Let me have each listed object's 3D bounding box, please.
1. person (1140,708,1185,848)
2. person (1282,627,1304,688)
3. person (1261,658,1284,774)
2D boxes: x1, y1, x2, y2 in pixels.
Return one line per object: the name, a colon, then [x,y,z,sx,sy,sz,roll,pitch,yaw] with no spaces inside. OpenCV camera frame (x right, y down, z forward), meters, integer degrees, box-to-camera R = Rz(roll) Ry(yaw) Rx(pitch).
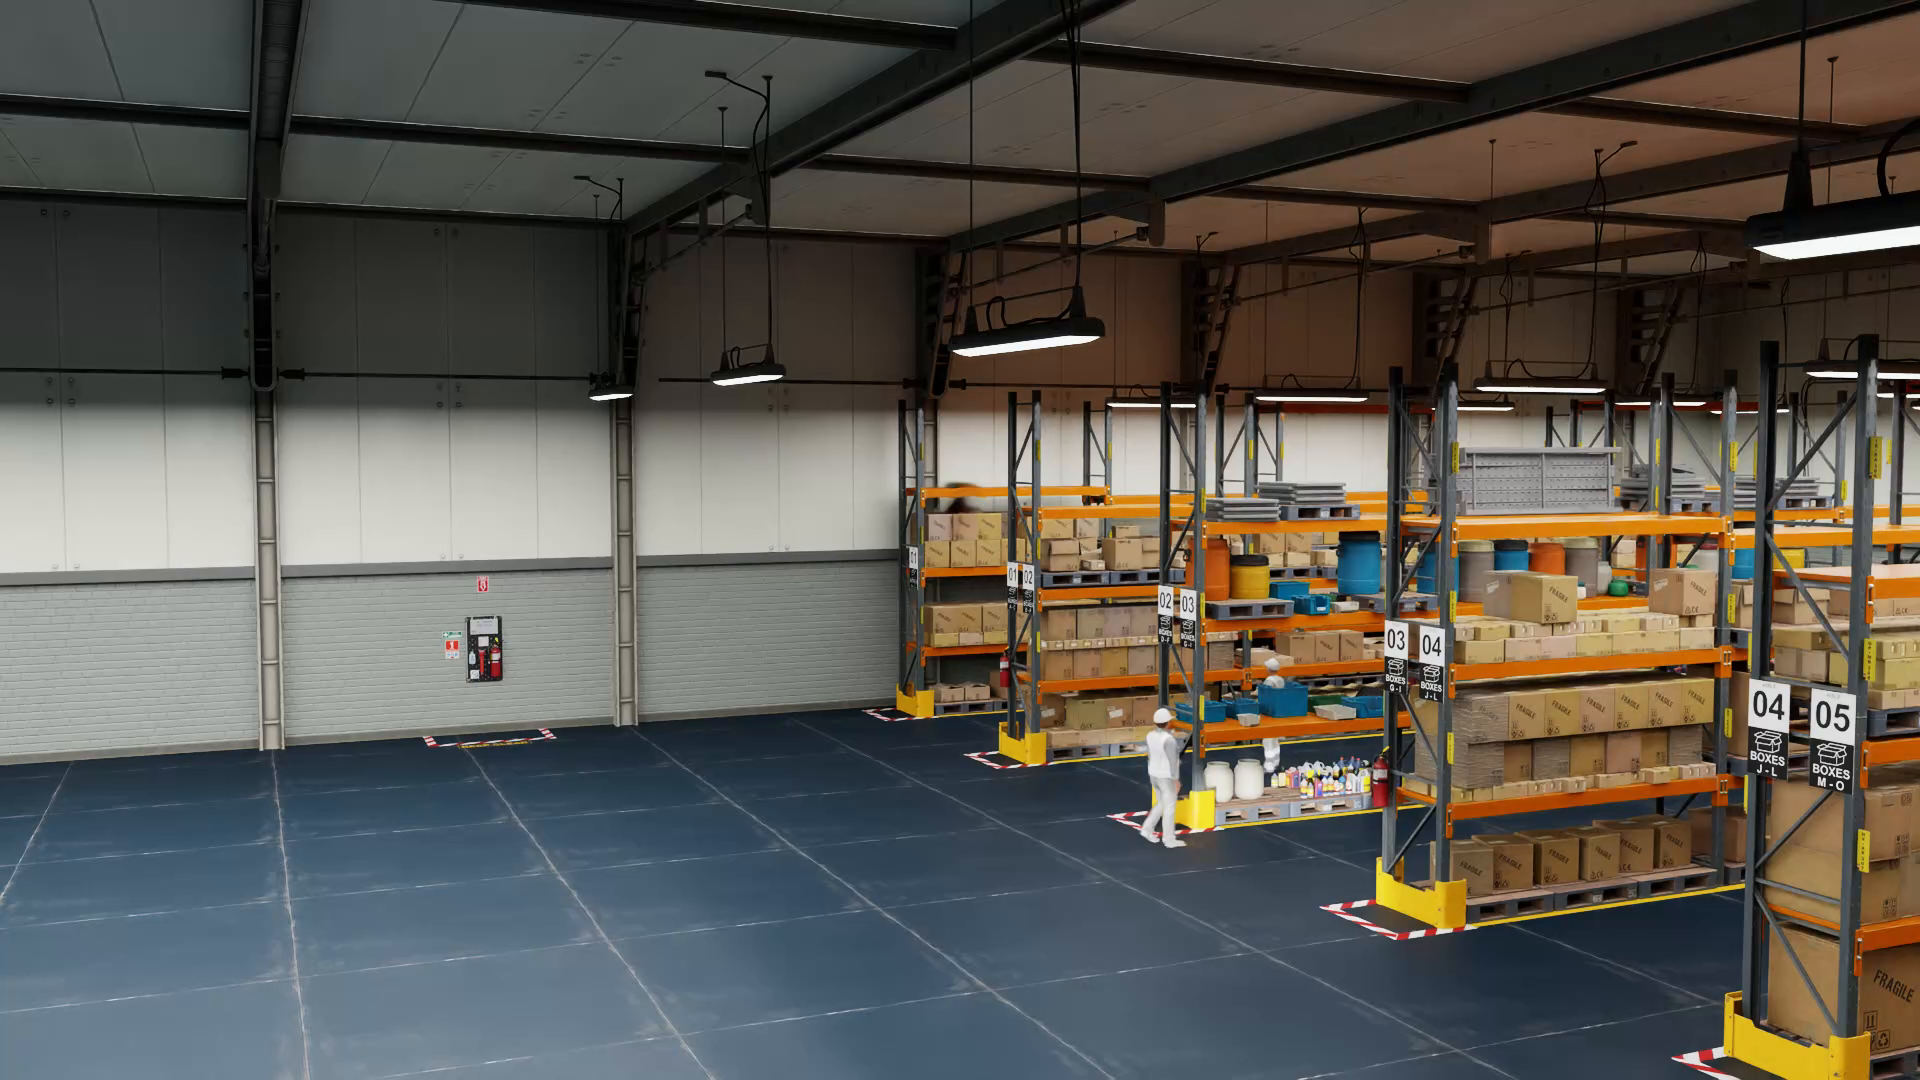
person: [2.636,3.037,21.295,0.487,1.780,0.575,-1,4,-21]
person: [6.426,2.451,31.903,0.630,1.663,0.480,-2,4,-26]
person: [4.861,2.751,26.120,0.404,1.806,0.590,1,4,21]
